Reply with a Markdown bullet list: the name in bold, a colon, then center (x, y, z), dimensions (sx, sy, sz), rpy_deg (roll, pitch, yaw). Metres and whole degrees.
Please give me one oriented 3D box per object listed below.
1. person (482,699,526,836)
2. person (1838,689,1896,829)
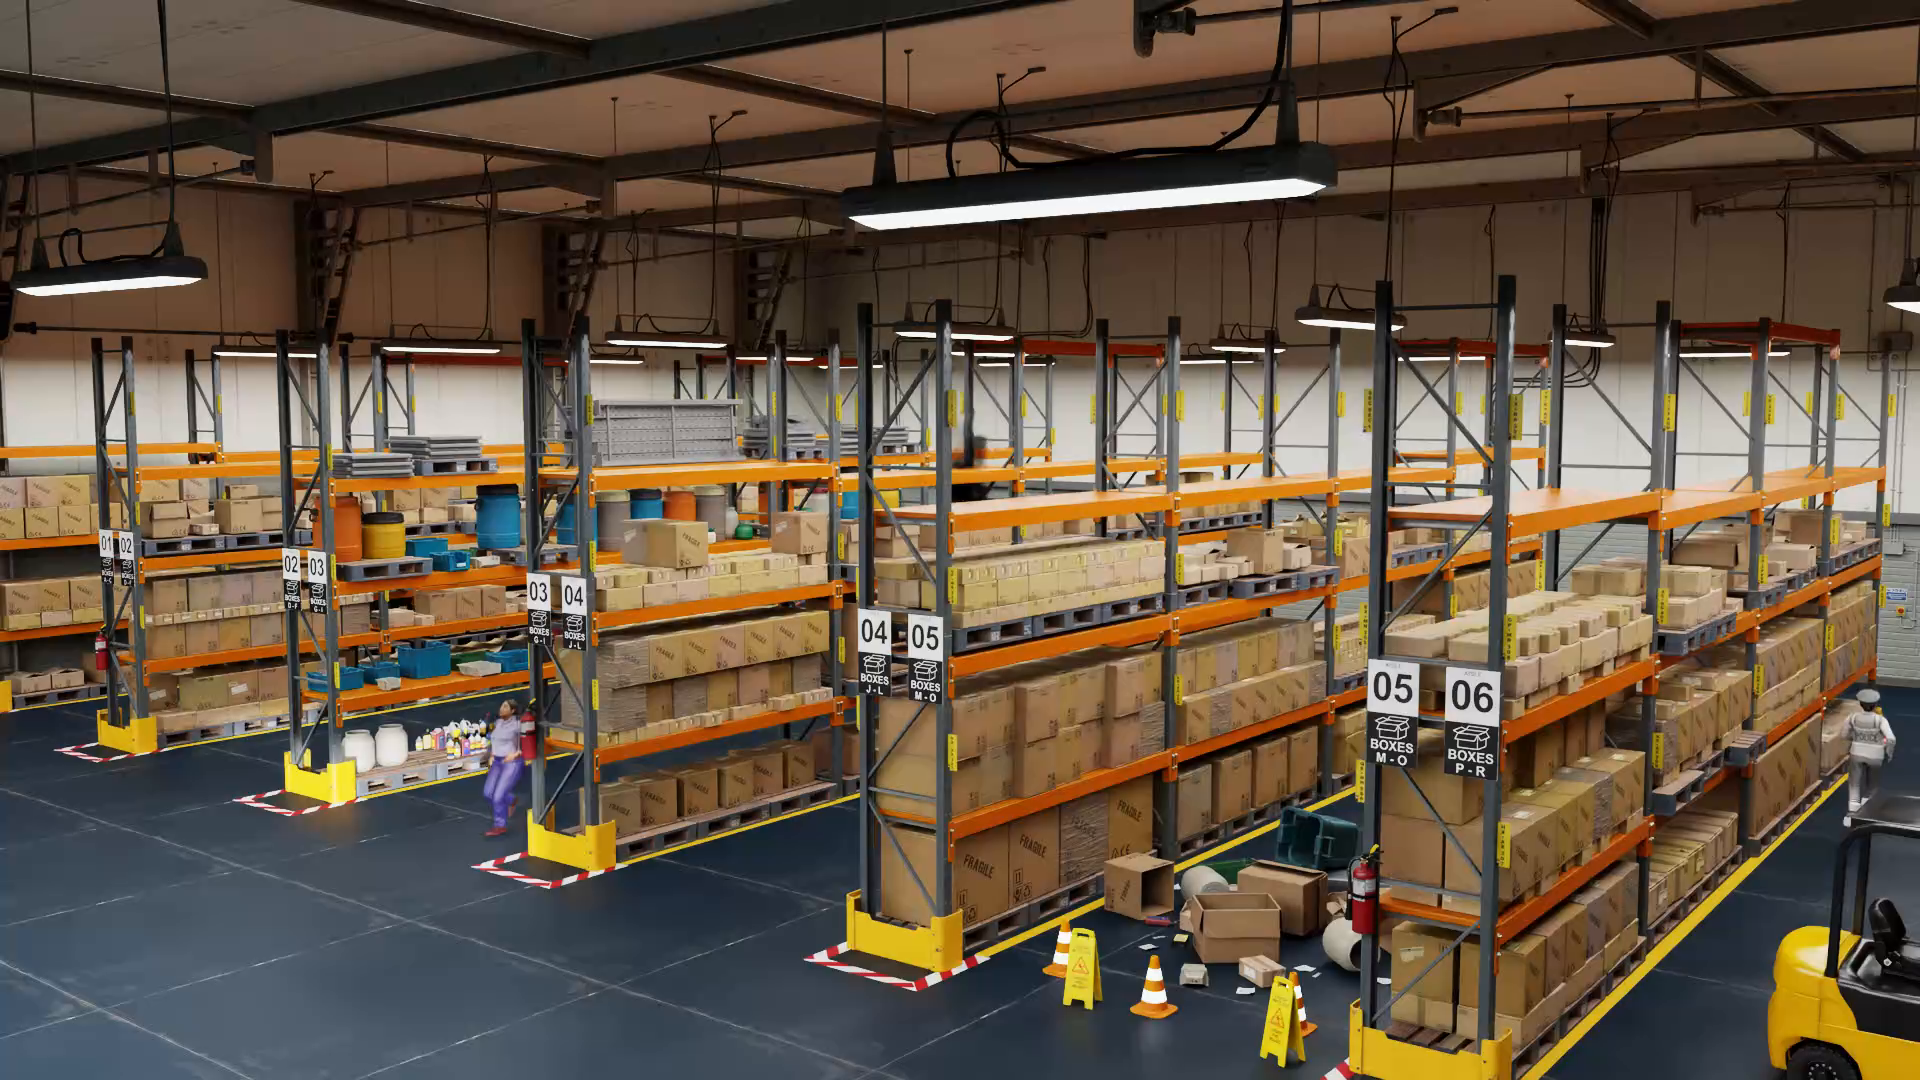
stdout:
- **person**: center (-5.361, 2.685, 19.687), dimensions (0.621, 1.568, 0.586), rpy_deg (3, 6, 34)
- **person**: center (10.709, 2.598, 19.638), dimensions (0.597, 1.671, 0.937), rpy_deg (3, 6, 32)
